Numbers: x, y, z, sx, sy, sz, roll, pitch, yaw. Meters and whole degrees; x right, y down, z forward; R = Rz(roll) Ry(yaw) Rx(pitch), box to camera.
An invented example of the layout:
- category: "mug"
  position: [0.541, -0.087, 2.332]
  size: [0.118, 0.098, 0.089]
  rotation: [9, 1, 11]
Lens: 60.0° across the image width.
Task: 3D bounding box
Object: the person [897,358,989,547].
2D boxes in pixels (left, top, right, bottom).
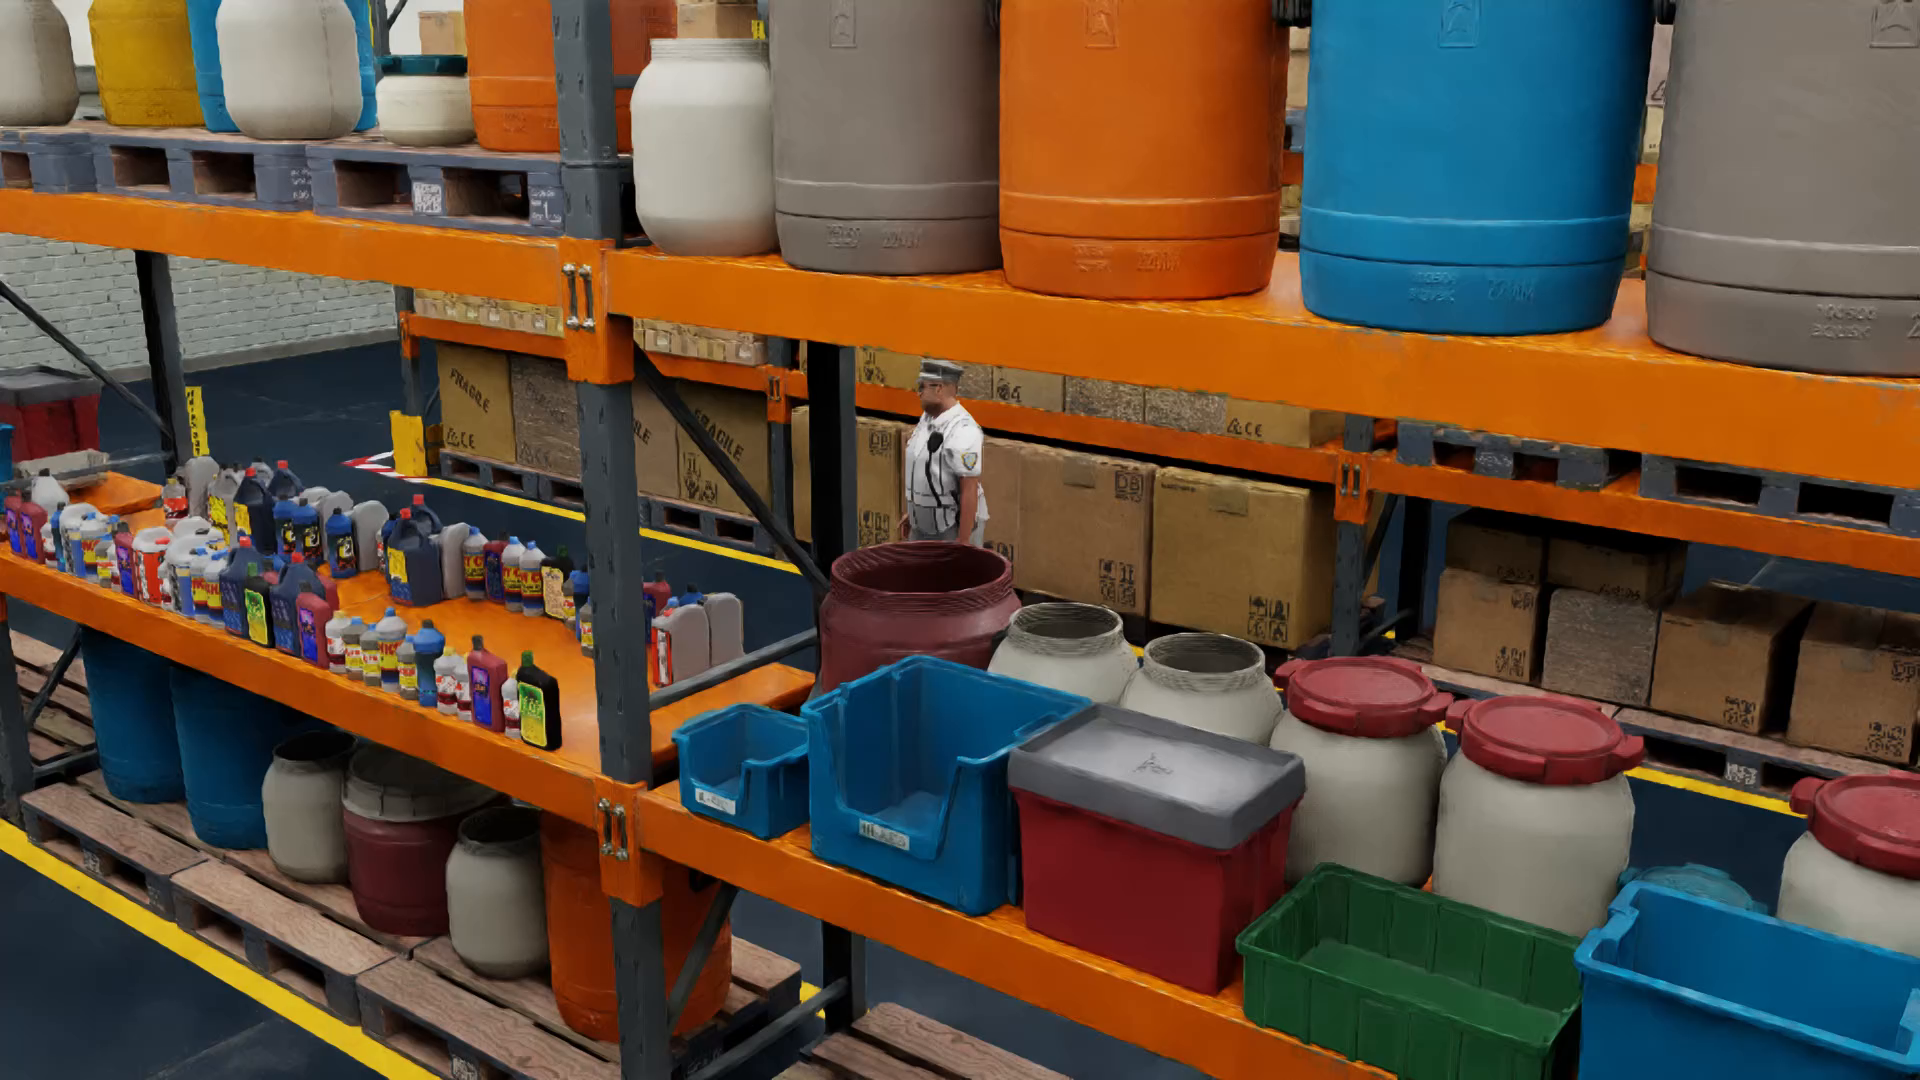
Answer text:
- category: "person"
  position: [-0.141, -0.079, 8.706]
  size: [0.587, 1.753, 0.653]
  rotation: [-11, 20, -33]
